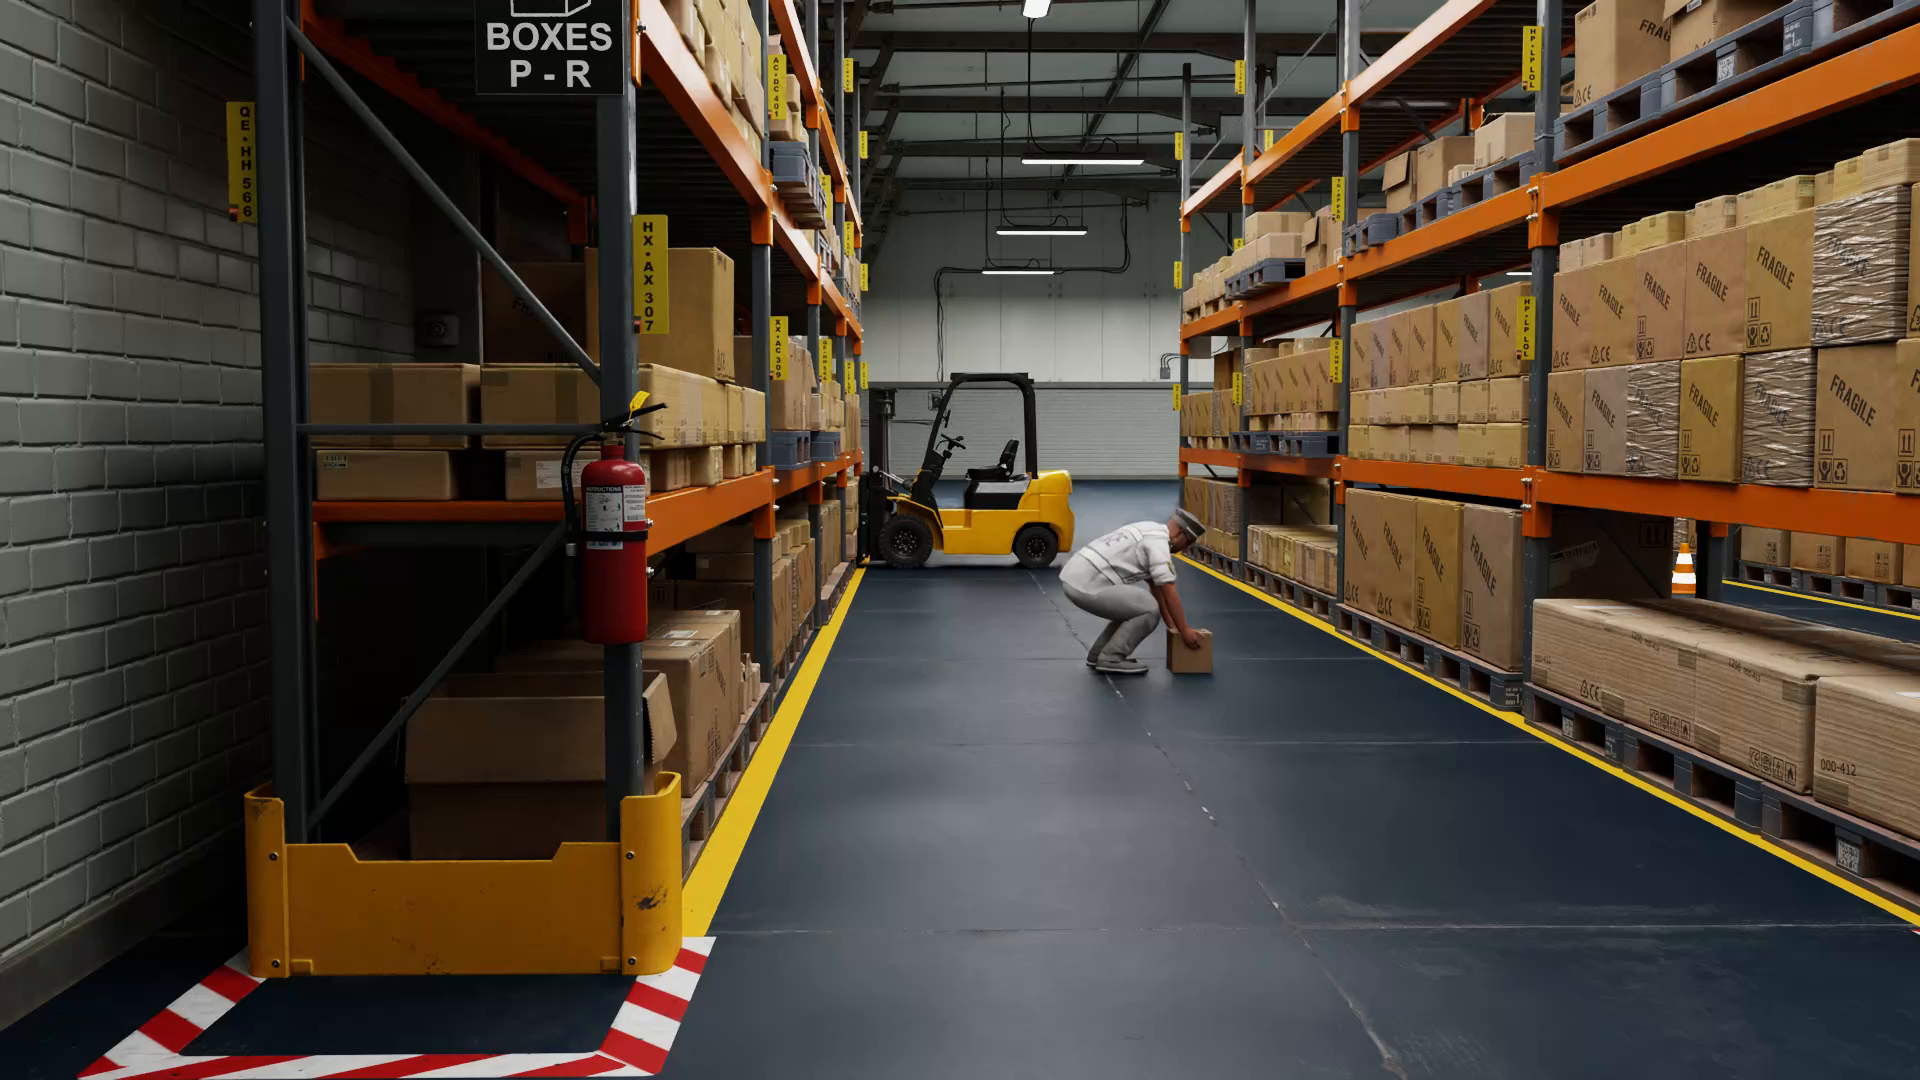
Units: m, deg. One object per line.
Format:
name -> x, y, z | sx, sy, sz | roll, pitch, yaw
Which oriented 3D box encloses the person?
person -> 1.096, 0.311, 10.500 | 0.943, 1.030, 0.562 | 0, 4, -2
